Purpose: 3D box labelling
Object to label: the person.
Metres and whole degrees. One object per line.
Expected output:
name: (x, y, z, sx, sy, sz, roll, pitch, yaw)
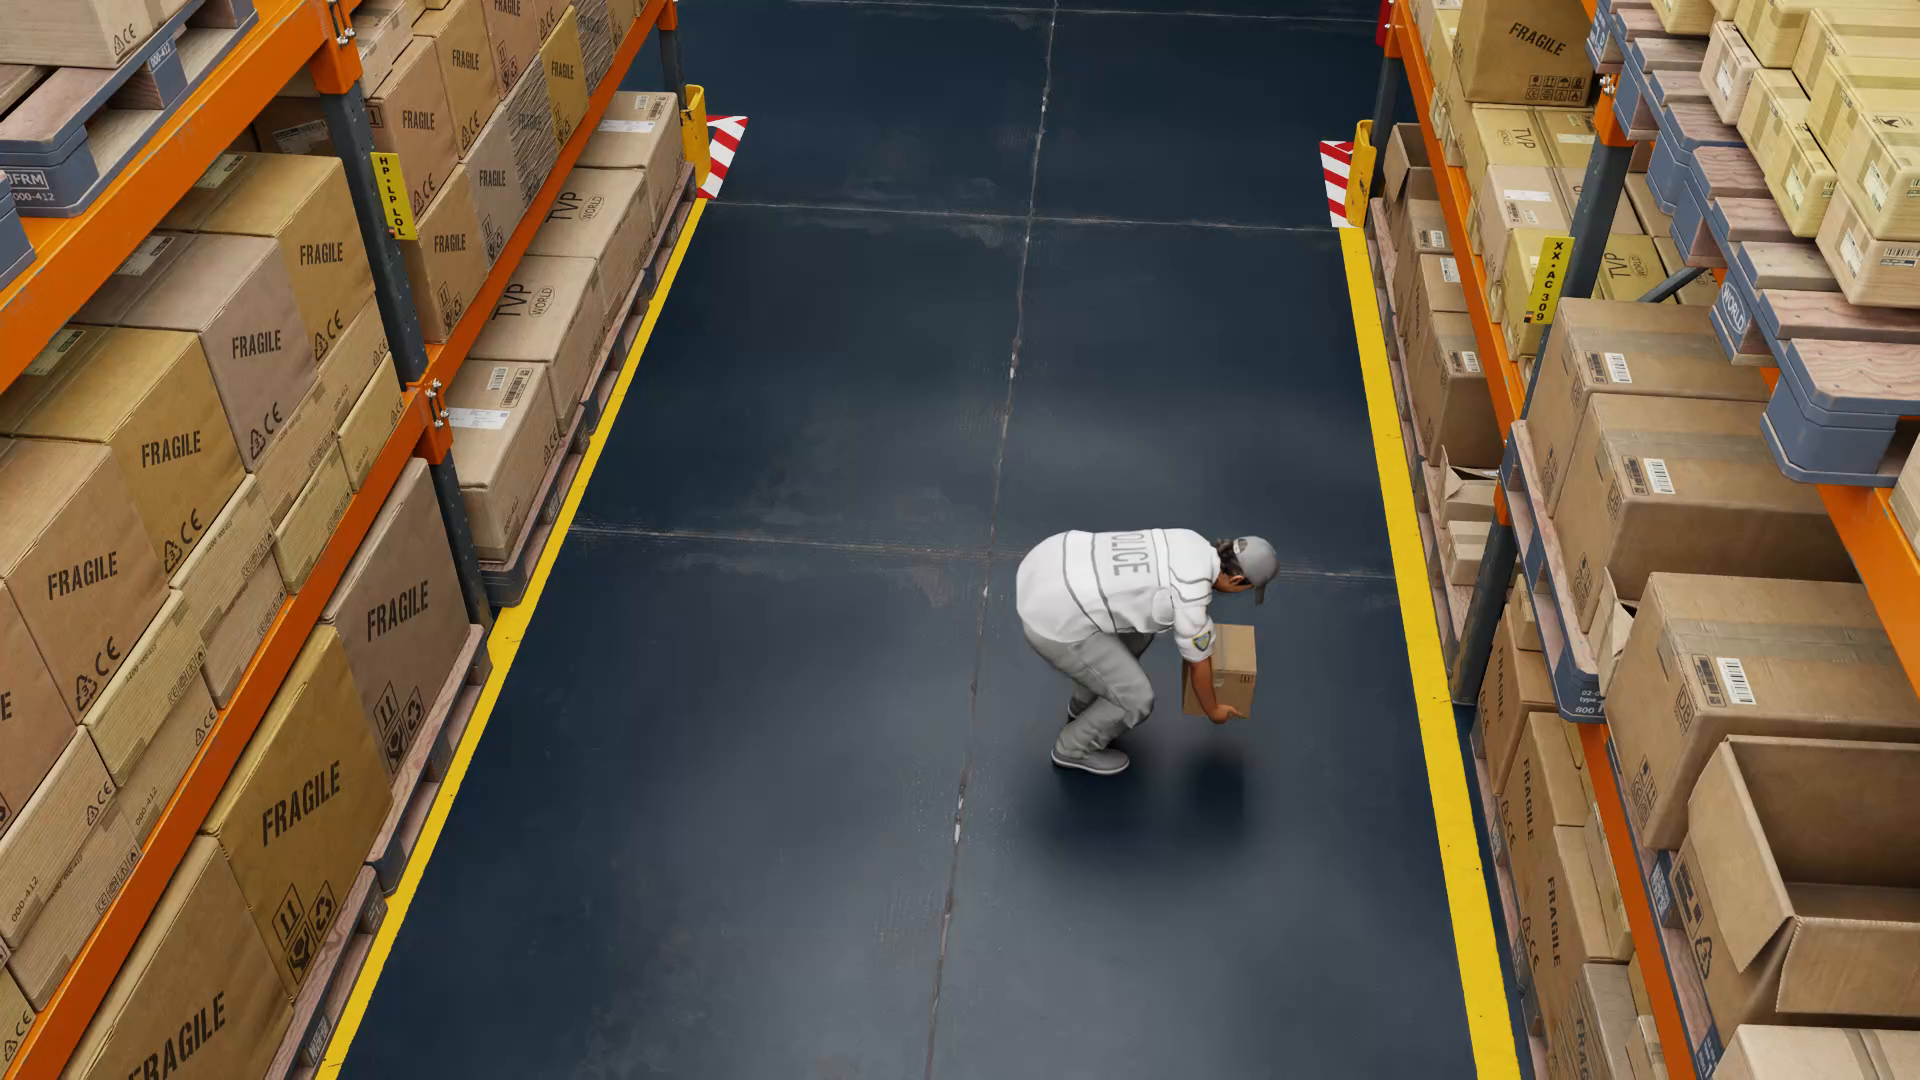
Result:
person: (0.672, 0.395, 6.195, 0.938, 1.015, 0.500, 1, 40, 2)
